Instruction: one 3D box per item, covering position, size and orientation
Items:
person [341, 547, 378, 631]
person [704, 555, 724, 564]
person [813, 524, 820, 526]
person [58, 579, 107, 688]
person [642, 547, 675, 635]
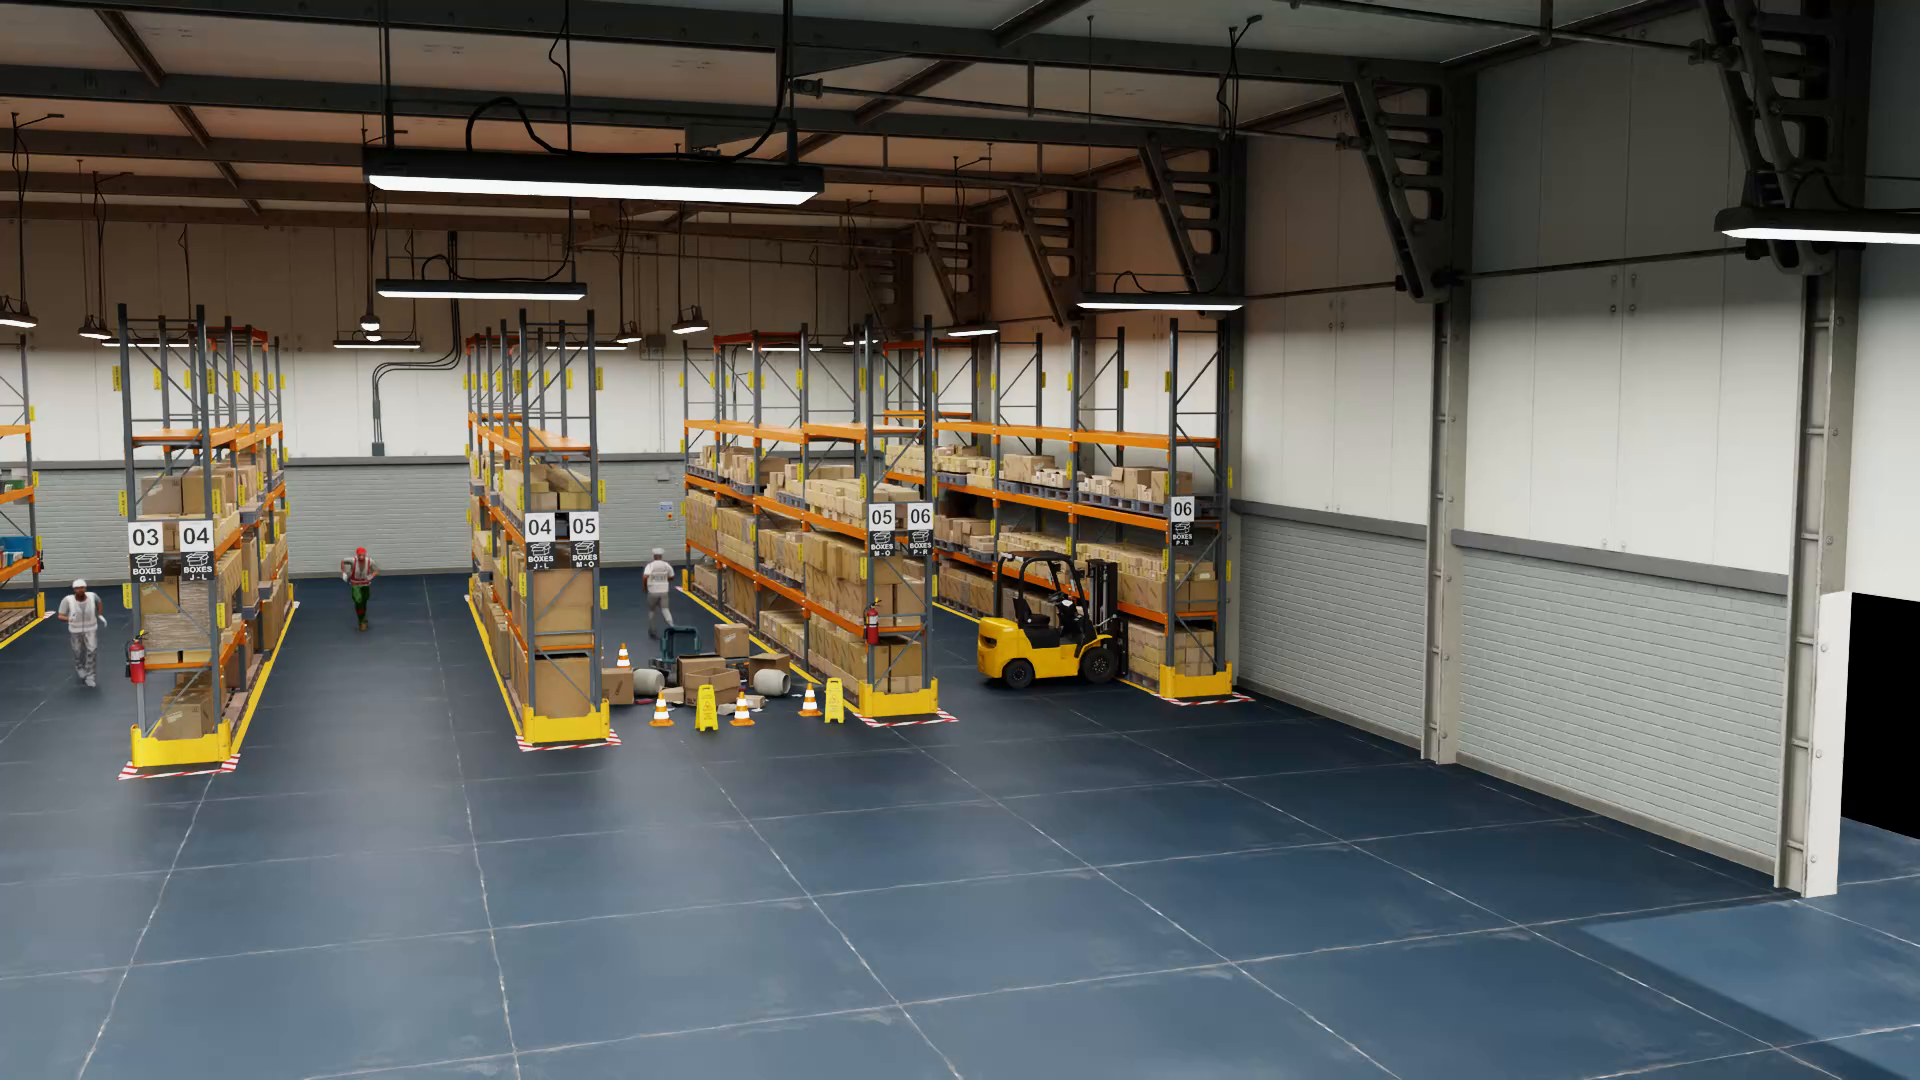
[{"bbox_3d":[-12.227,0.973,33.897,0.713,1.733,1.043,-2,6,-21],"label":"person"},{"bbox_3d":[-6.045,0.261,41.188,0.969,1.660,0.515,-1,5,-7],"label":"person"},{"bbox_3d":[-3.247,0.437,37.164,0.651,1.529,0.846,0,5,0],"label":"person"},{"bbox_3d":[-14.523,1.511,27.542,0.711,1.767,1.009,-3,6,-29],"label":"person"},{"bbox_3d":[-5.943,1.018,32.686,0.684,1.750,0.926,-3,6,-28],"label":"person"}]
